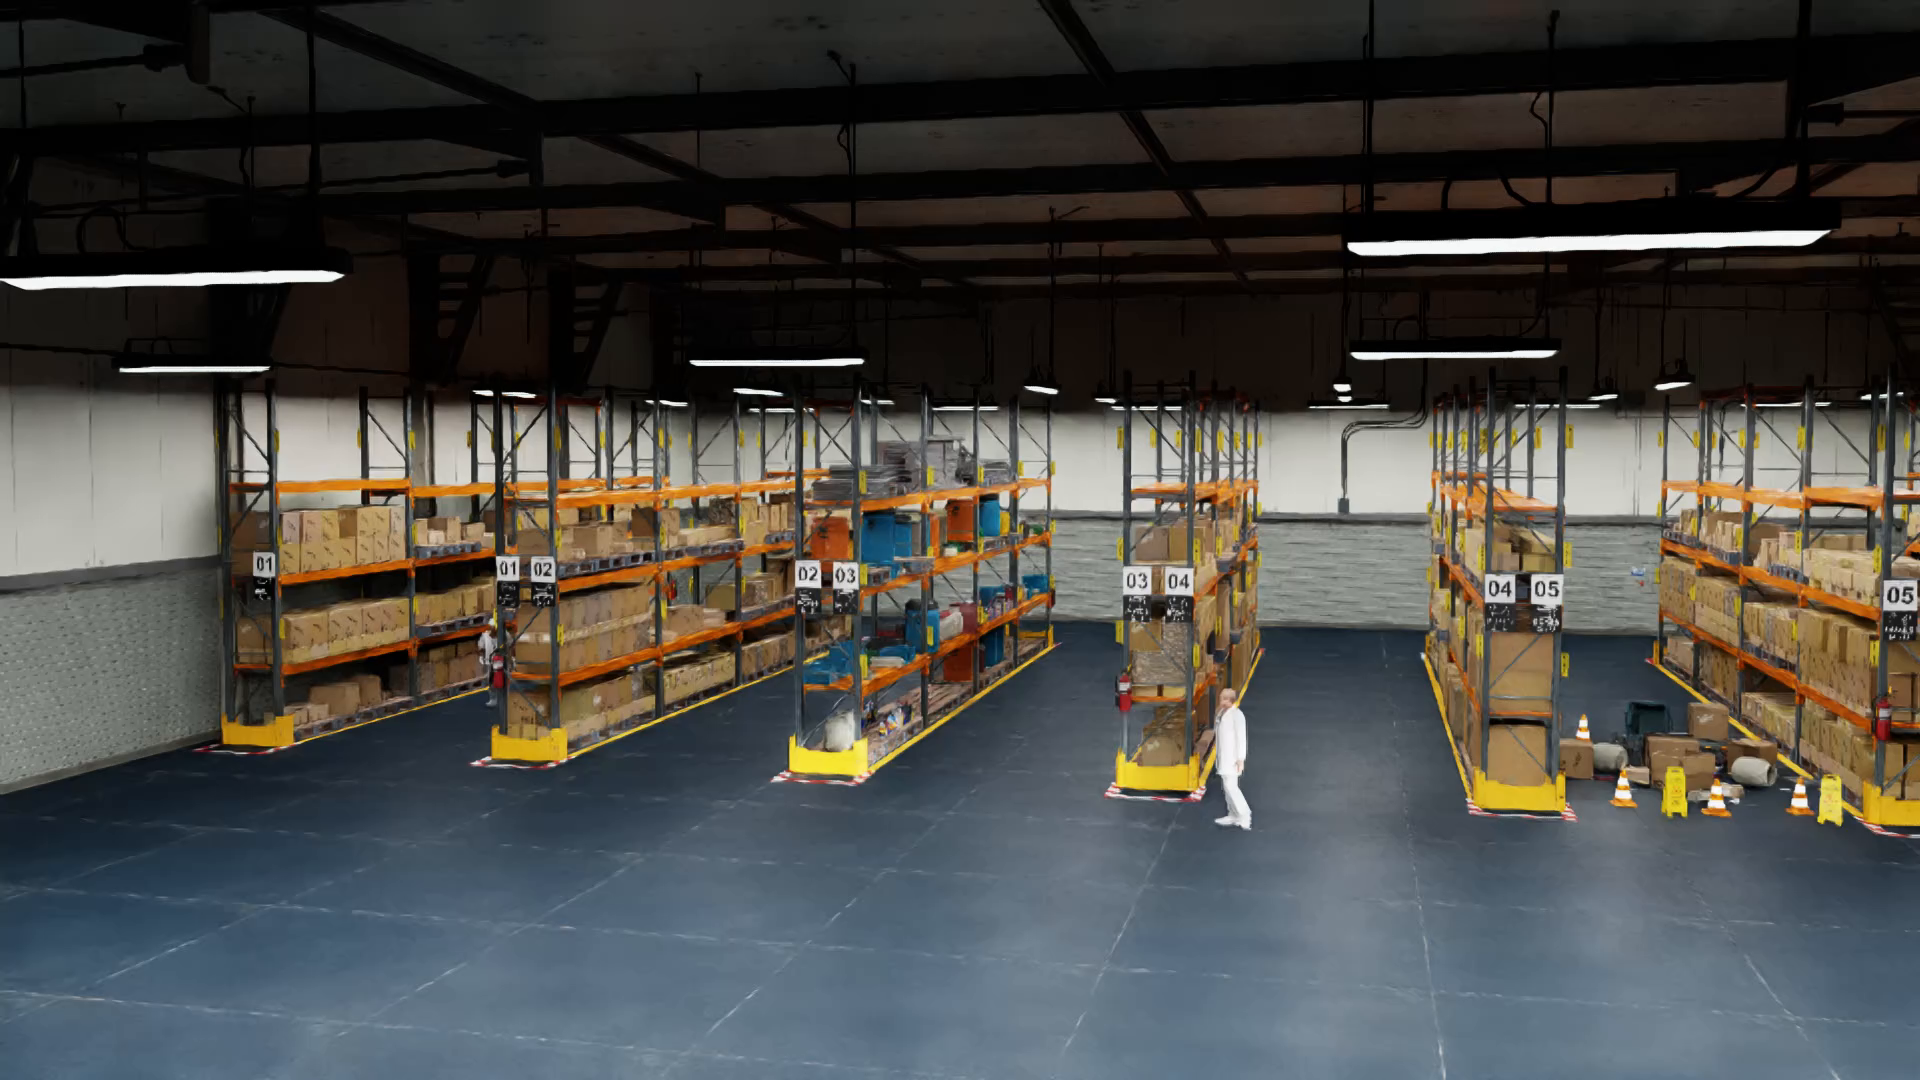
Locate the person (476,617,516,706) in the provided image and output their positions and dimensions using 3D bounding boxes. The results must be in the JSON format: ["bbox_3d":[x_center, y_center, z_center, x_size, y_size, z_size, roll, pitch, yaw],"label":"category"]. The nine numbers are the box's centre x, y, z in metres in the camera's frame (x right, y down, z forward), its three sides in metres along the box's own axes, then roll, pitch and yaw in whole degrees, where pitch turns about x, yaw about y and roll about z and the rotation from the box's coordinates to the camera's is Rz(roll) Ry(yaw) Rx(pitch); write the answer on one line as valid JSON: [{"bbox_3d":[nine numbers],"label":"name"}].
[{"bbox_3d":[-8.625,2.280,30.945,0.685,1.717,0.844,0,3,-3],"label":"person"}]

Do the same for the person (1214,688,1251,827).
[{"bbox_3d":[3.523,2.812,21.540,0.443,1.772,0.681,-1,4,-17],"label":"person"}]

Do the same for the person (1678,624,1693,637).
[{"bbox_3d":[16.751,1.819,38.219,0.380,1.758,0.634,-1,4,-19],"label":"person"}]
